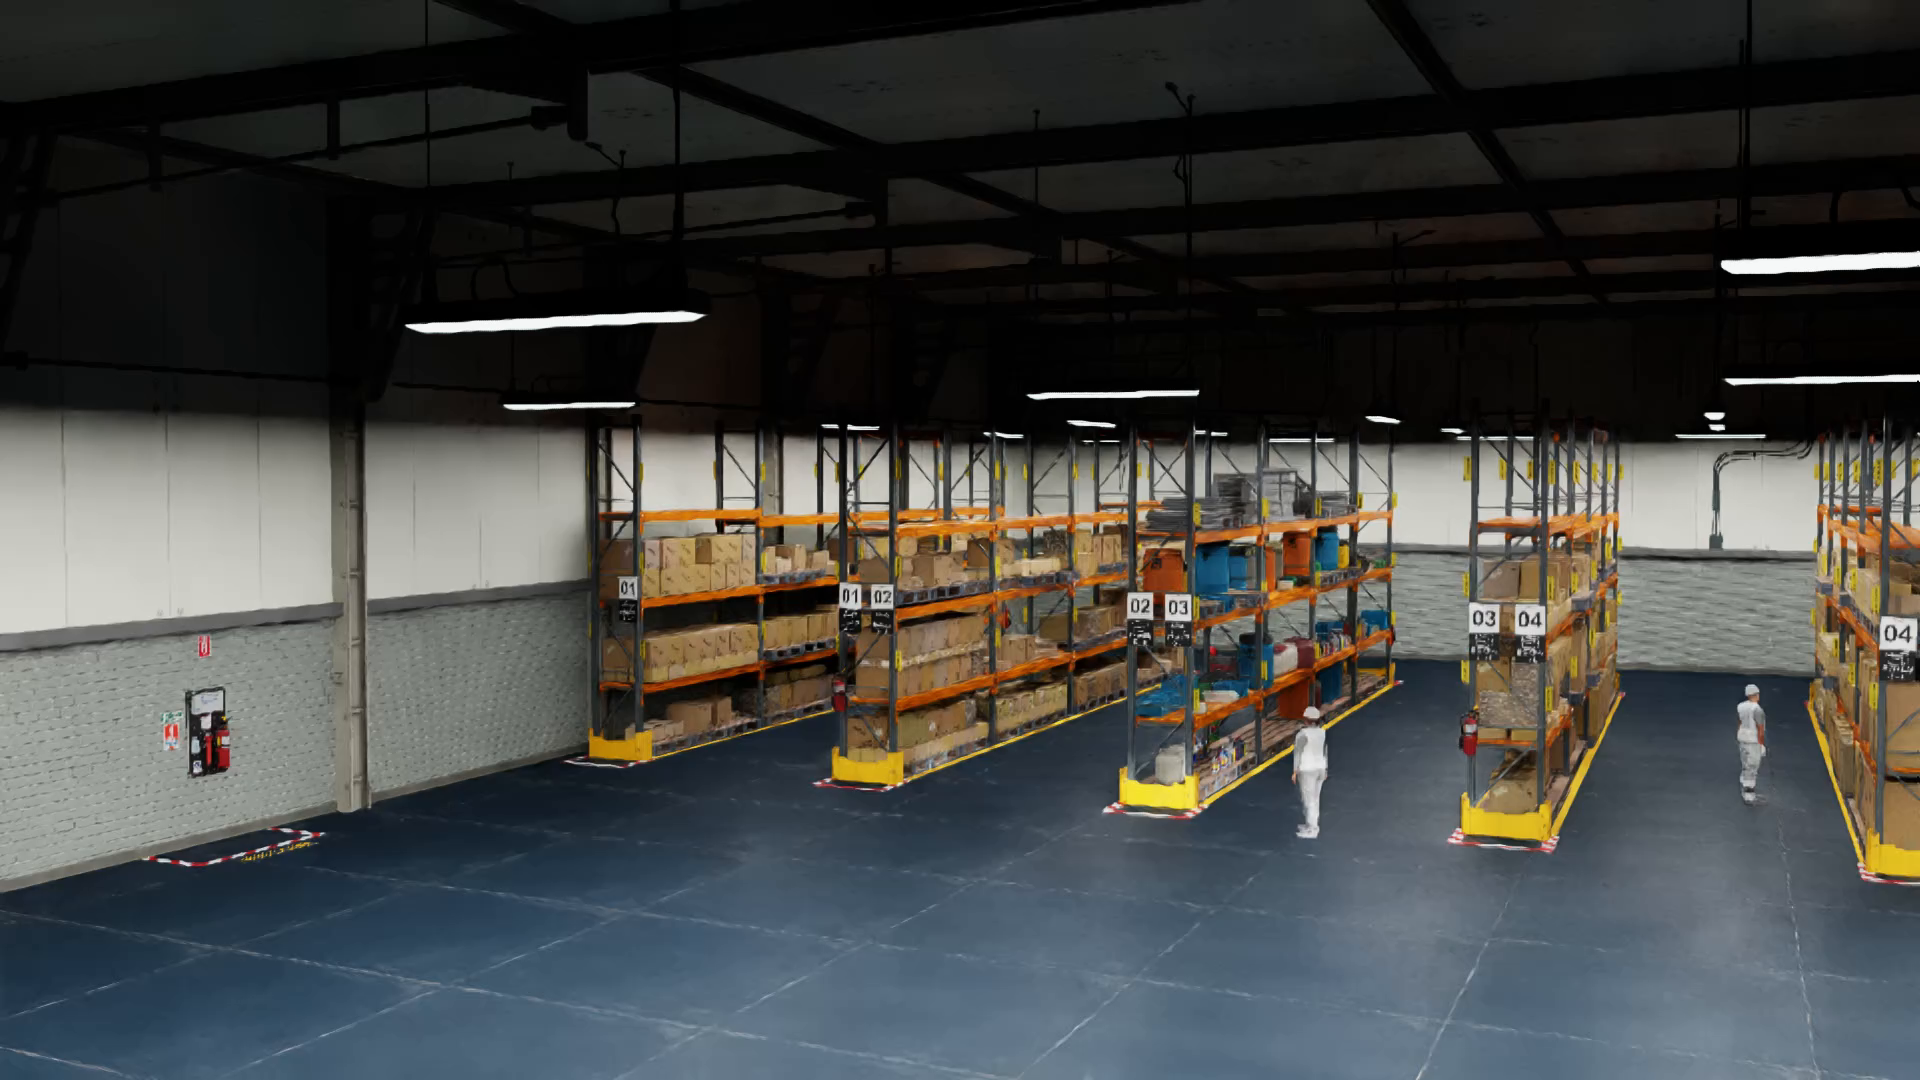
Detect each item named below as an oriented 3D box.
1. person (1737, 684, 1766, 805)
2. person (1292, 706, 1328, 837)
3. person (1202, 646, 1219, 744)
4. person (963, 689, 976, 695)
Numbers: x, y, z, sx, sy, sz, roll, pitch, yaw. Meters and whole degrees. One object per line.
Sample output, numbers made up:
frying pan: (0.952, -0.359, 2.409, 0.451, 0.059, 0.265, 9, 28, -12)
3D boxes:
person: (11.957, 3.059, 25.040, 0.450, 1.789, 0.605, 0, 2, -6)
person: (4.806, 3.163, 22.884, 0.615, 1.772, 0.555, -2, 3, -36)
person: (4.622, 2.833, 30.587, 0.550, 1.787, 0.628, 2, 3, 44)
person: (0.135, 2.684, 35.245, 0.598, 1.698, 1.193, 1, 3, 27)
